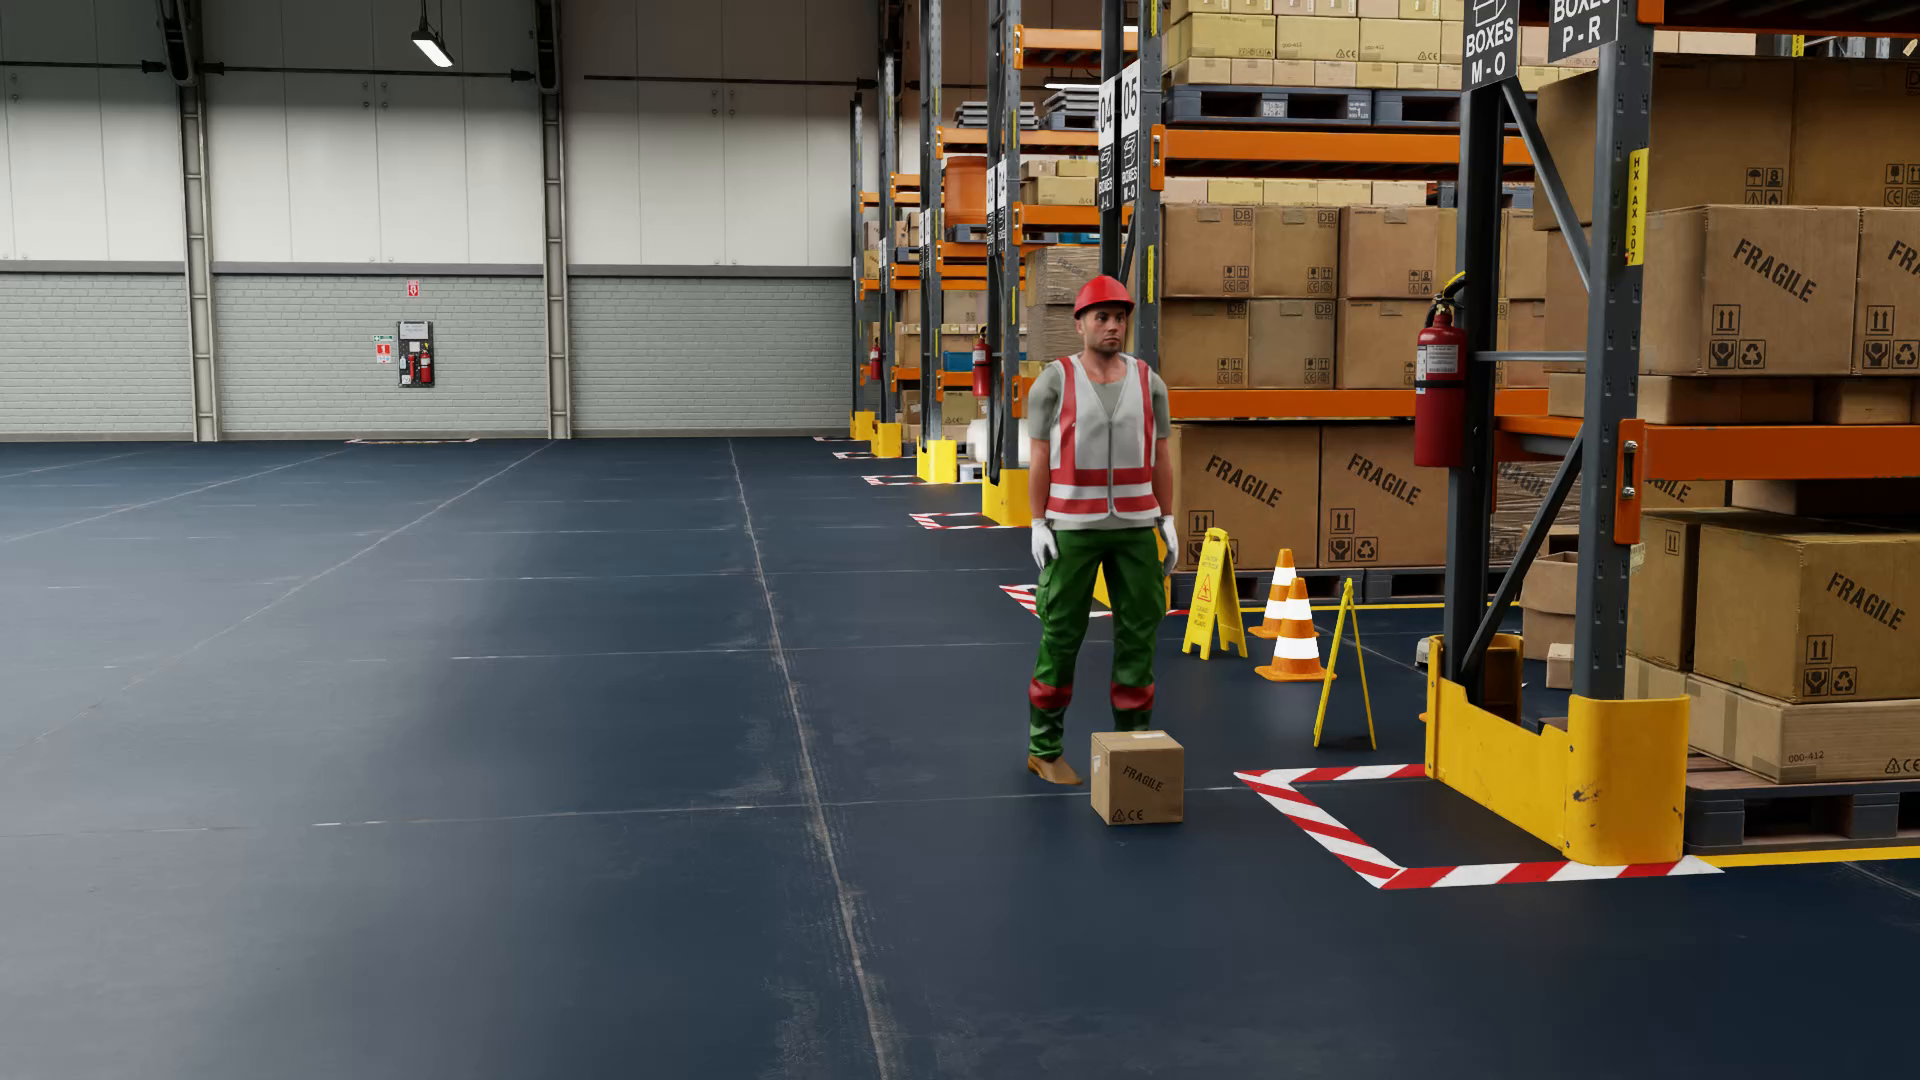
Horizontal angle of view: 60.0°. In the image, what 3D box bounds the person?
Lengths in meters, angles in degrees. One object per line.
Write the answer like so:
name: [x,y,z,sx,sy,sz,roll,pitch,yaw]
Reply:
person: [0.510,-0.012,5.851,0.529,1.821,0.434,-1,6,-10]
